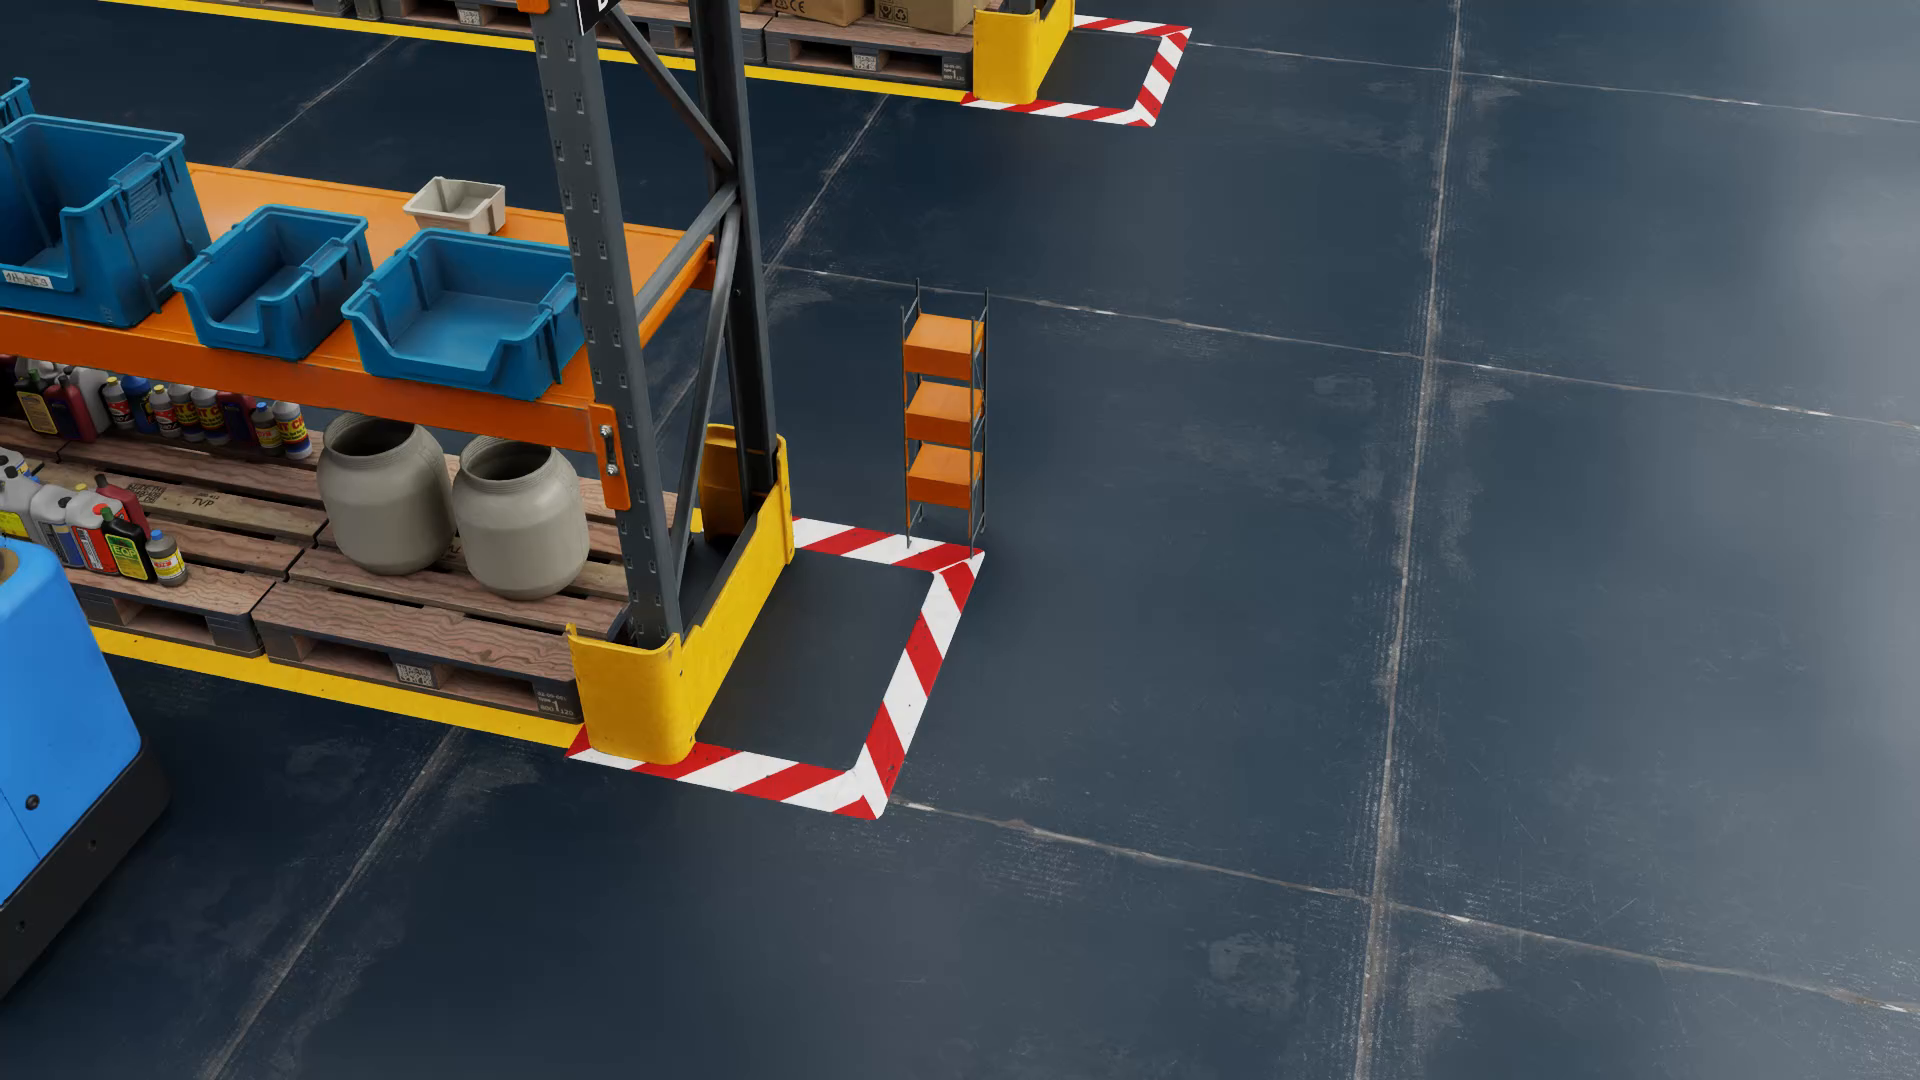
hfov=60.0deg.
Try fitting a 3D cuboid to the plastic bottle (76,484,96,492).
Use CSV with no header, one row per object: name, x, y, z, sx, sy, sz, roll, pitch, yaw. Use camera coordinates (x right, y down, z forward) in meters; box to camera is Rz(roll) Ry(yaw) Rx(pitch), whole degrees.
plastic bottle,-3.076,-0.110,5.882,0.097,0.201,0.097,0,40,0

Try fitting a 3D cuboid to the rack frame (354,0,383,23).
rack frame,-3.417,-4.560,9.347,0.127,3.000,1.000,10,41,11

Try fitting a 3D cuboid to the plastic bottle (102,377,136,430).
plastic bottle,-3.226,-0.534,6.387,0.097,0.201,0.097,0,40,0

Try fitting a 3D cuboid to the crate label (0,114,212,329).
crate label,-2.681,-0.969,5.044,0.616,0.435,0.502,10,41,11

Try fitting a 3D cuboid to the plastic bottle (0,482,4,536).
plastic bottle,-3.431,-0.143,5.805,0.185,0.351,0.144,9,41,11

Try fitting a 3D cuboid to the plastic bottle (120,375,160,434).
plastic bottle,-3.127,-0.544,6.344,0.097,0.271,0.097,0,40,0

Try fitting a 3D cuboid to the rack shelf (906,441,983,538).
rack shelf,-0.052,-0.190,6.109,0.240,0.259,0.215,10,41,11

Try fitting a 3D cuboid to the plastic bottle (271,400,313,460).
plastic bottle,-2.504,-0.436,6.216,0.097,0.271,0.097,0,40,0

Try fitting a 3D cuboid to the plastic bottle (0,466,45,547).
plastic bottle,-3.252,-0.112,5.768,0.185,0.351,0.144,11,41,13

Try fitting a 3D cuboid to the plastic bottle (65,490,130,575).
plastic bottle,-2.957,-0.035,5.735,0.135,0.276,0.152,10,41,12

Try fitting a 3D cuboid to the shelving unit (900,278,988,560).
shelving unit,-0.052,-0.411,5.923,0.252,1.050,0.215,10,41,11

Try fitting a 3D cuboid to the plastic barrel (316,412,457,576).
plastic barrel,-1.972,-0.171,5.729,0.421,0.512,0.421,0,40,0

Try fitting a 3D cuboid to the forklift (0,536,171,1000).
forklift,-4.033,-0.248,4.266,3.031,2.935,1.130,11,41,12

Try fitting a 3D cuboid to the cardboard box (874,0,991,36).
cardboard box,-0.151,-3.212,9.360,0.500,0.500,0.500,17,43,19

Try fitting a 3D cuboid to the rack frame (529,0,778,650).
rack frame,-0.833,-0.818,4.891,0.127,3.000,1.000,10,41,11

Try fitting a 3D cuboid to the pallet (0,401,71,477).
pallet,-4.059,-0.277,6.416,1.213,0.211,1.003,10,41,11

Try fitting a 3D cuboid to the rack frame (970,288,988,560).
rack frame,0.066,-0.391,5.899,0.008,1.050,0.200,10,41,11

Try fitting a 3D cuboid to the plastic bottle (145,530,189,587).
plastic bottle,-2.720,0.053,5.689,0.097,0.201,0.097,0,40,0

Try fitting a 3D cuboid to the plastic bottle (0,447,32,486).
plastic bottle,-3.417,-0.210,5.944,0.135,0.276,0.152,10,41,11

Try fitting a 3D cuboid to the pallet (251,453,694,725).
pallet,-1.702,0.128,5.933,1.213,0.211,1.003,10,41,11

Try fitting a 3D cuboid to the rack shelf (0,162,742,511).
rack shelf,-2.765,-0.875,5.518,4.000,0.370,1.077,10,41,11

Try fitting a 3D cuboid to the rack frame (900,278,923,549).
rack frame,-0.169,-0.432,5.947,0.008,1.050,0.200,10,41,11

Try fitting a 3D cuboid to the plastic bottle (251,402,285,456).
plastic bottle,-2.604,-0.427,6.259,0.097,0.201,0.097,0,40,0

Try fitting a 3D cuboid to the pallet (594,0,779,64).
pallet,-1.576,-3.201,9.897,1.213,0.211,1.003,10,41,11

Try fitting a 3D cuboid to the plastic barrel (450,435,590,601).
plastic barrel,-1.488,-0.088,5.630,0.421,0.512,0.421,0,40,0

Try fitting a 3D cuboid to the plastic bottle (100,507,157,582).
plastic bottle,-2.838,0.013,5.672,0.133,0.283,0.061,11,41,12

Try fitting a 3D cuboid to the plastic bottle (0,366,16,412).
plastic bottle,-3.815,-0.677,6.441,0.185,0.351,0.144,8,41,9

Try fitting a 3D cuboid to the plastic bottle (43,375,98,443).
plastic bottle,-3.374,-0.502,6.285,0.133,0.283,0.061,10,41,11

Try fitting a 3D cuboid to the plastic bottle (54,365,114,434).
plastic bottle,-3.347,-0.565,6.366,0.135,0.276,0.152,10,41,12

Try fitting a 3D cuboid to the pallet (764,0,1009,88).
pallet,-0.402,-2.997,9.654,1.213,0.211,1.003,10,41,11

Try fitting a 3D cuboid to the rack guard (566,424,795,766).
rack guard,-0.918,0.156,5.675,0.348,0.500,1.175,10,41,11

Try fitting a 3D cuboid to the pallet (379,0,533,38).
pallet,-2.759,-3.402,10.137,1.213,0.211,1.003,10,41,11

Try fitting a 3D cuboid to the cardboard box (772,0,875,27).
cardboard box,-0.738,-3.291,9.453,0.500,0.500,0.500,20,44,23

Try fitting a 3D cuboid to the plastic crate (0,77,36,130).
plastic crate,-3.558,-1.410,5.712,0.616,0.251,0.499,10,41,11

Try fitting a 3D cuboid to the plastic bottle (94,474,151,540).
plastic bottle,-2.930,-0.104,5.811,0.133,0.283,0.061,10,41,11

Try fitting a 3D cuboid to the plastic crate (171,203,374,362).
plastic crate,-2.019,-0.769,4.949,0.408,0.251,0.499,10,41,11

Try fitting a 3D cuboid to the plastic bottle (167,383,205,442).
plastic bottle,-2.931,-0.510,6.304,0.097,0.271,0.097,0,40,0

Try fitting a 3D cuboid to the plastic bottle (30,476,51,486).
plastic bottle,-3.263,-0.137,5.914,0.097,0.201,0.097,0,40,0

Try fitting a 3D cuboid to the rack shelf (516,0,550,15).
rack shelf,-2.765,-2.023,4.554,4.000,0.370,1.077,10,41,11

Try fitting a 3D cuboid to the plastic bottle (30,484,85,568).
plastic bottle,-3.091,-0.058,5.762,0.135,0.276,0.152,9,41,10

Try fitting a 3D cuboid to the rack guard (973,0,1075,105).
rack guard,0.374,-2.950,9.374,0.348,0.500,1.175,10,41,11

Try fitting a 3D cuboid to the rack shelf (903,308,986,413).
rack shelf,-0.052,-0.621,5.748,0.240,0.259,0.215,10,41,11

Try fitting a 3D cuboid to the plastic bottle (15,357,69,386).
plastic bottle,-3.503,-0.623,6.377,0.185,0.351,0.144,10,41,11

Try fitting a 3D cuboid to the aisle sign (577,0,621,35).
aisle sign,-0.840,-1.617,3.821,0.004,0.787,0.394,10,41,11

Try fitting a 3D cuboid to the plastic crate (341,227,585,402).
plastic crate,-1.394,-0.658,4.817,0.616,0.251,0.499,10,41,11

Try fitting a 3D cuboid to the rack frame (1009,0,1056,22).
rack frame,0.448,-3.895,8.555,0.127,3.000,1.000,10,41,11

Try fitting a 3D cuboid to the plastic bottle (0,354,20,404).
plastic bottle,-3.647,-0.650,6.461,0.133,0.283,0.061,12,42,14

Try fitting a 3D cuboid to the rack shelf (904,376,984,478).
rack shelf,-0.052,-0.403,5.930,0.240,0.259,0.215,10,41,11

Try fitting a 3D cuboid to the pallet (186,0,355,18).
pallet,-4.169,-3.620,10.397,1.213,0.211,1.003,10,41,11

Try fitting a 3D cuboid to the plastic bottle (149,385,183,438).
plastic bottle,-3.027,-0.500,6.346,0.097,0.201,0.097,0,40,0

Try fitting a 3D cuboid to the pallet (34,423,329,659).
pallet,-2.877,-0.076,6.176,1.213,0.211,1.003,10,41,11

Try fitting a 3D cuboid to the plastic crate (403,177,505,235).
plastic crate,-1.614,-1.065,5.391,0.250,0.136,0.298,10,41,11

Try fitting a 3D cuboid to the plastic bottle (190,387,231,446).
plastic bottle,-2.835,-0.493,6.284,0.097,0.271,0.097,0,40,0

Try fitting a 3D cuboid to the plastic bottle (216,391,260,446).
plastic bottle,-2.718,-0.490,6.271,0.133,0.283,0.061,10,41,12

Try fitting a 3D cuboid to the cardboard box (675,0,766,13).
cardboard box,-1.338,-3.406,9.591,0.500,0.500,0.500,13,42,15

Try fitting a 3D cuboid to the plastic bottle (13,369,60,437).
plastic bottle,-3.504,-0.529,6.318,0.133,0.283,0.061,10,41,11
